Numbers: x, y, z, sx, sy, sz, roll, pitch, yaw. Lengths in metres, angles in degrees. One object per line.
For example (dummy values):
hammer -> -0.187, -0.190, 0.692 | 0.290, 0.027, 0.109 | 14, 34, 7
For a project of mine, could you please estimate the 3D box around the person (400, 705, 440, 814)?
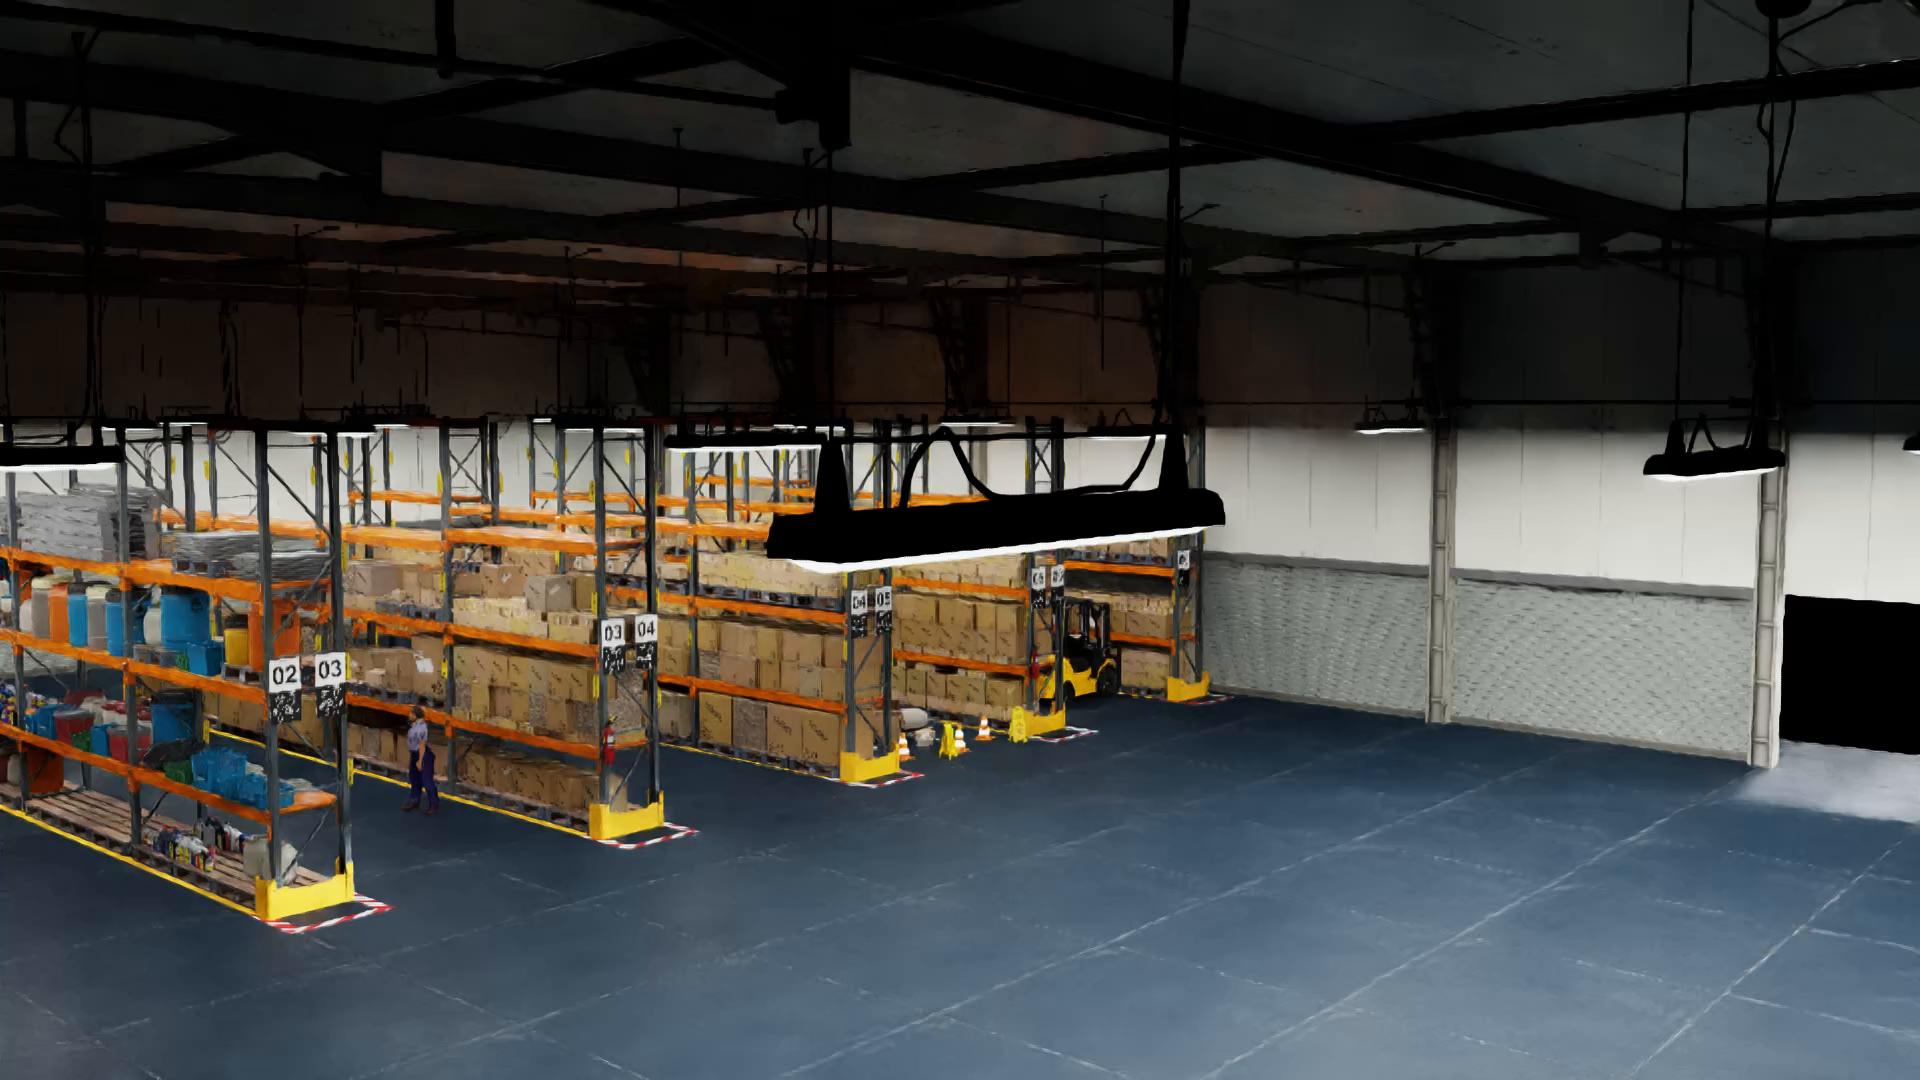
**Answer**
person -> -8.350, 3.374, 25.637 | 0.535, 1.635, 0.587 | -3, 6, -32
